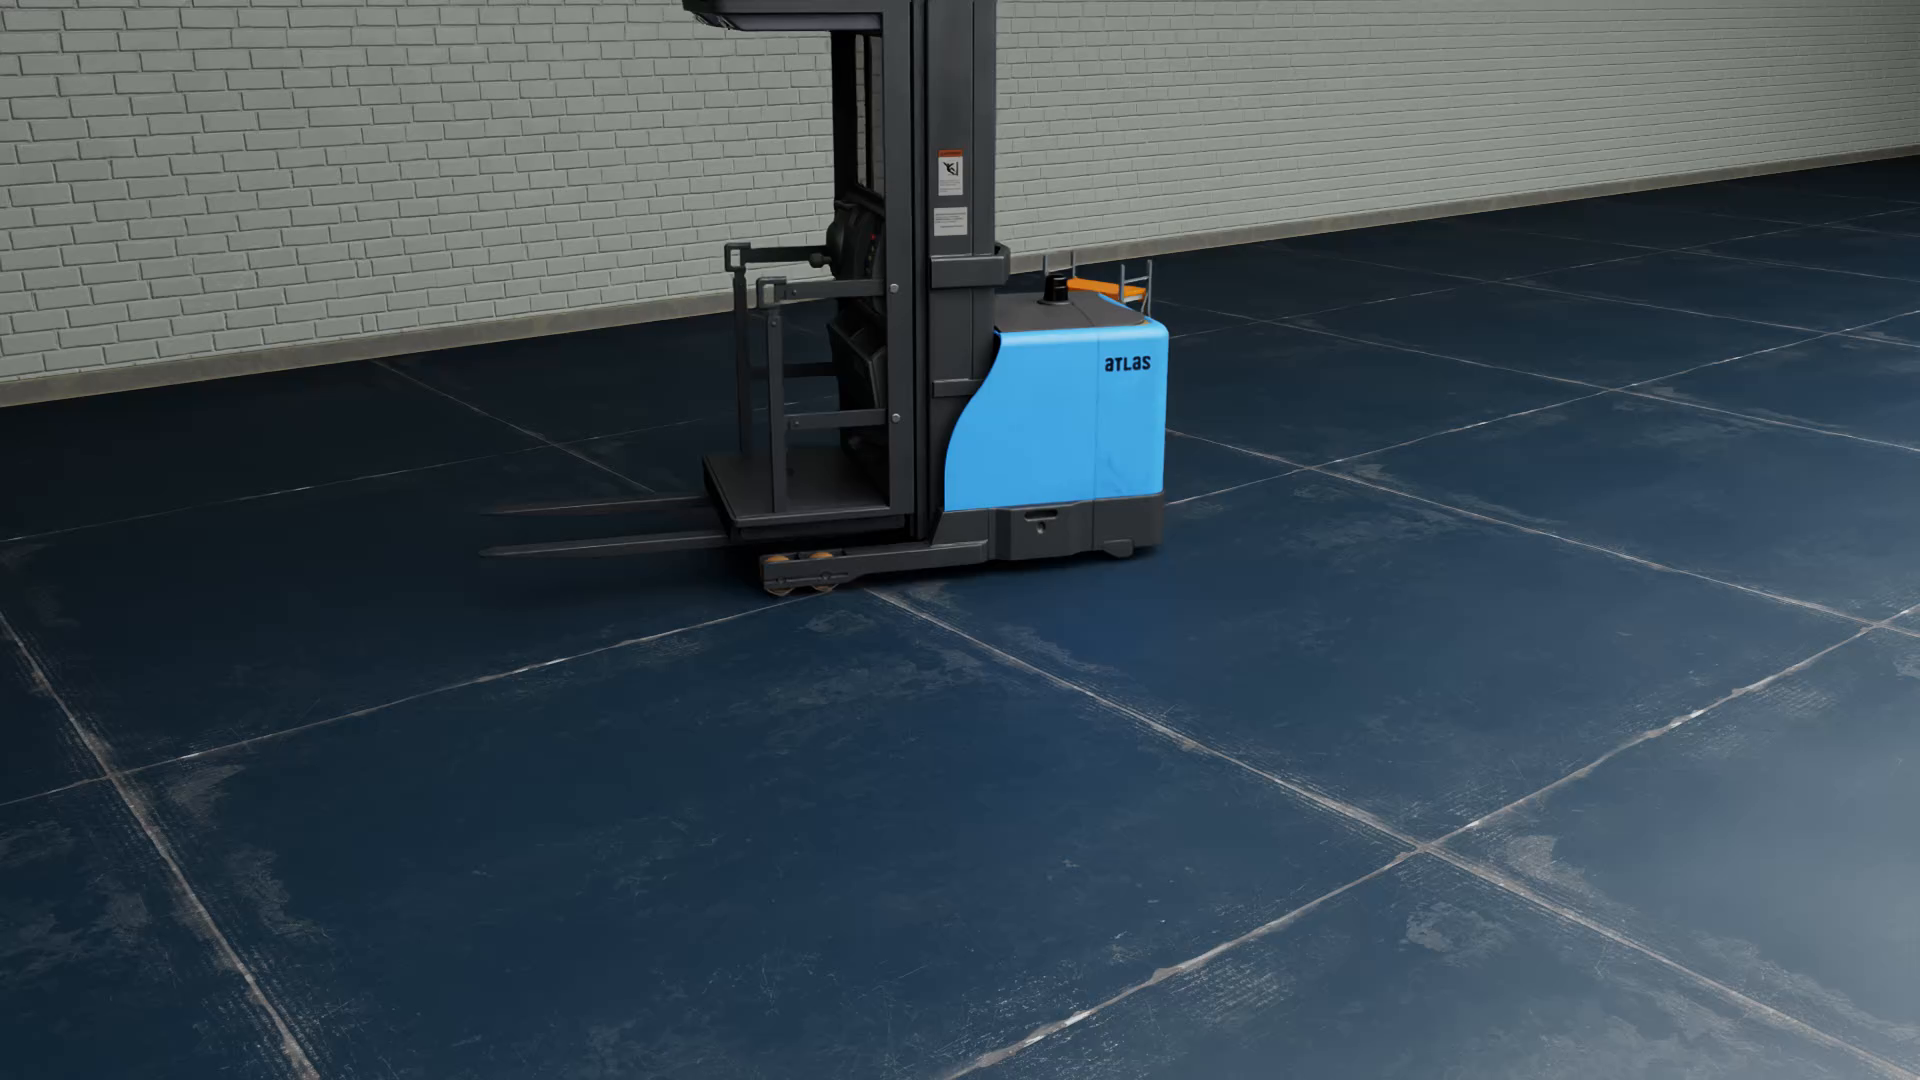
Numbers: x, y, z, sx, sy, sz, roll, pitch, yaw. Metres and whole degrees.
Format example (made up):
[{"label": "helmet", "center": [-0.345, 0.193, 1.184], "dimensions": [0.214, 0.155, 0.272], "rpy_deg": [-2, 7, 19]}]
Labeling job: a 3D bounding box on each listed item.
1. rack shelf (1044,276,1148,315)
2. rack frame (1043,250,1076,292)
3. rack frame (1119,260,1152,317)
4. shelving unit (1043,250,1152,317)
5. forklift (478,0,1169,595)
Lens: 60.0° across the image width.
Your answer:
[{"label": "rack shelf", "center": [0.684, -1.214, 8.370], "dimensions": [0.480, 0.148, 0.258], "rpy_deg": [16, 24, 41]}, {"label": "rack frame", "center": [0.506, -0.894, 8.651], "dimensions": [0.015, 1.200, 0.240], "rpy_deg": [16, 24, 41]}, {"label": "rack frame", "center": [0.861, -0.788, 8.334], "dimensions": [0.015, 1.200, 0.240], "rpy_deg": [16, 24, 41]}, {"label": "shelving unit", "center": [0.684, -0.841, 8.493], "dimensions": [0.503, 1.200, 0.258], "rpy_deg": [16, 24, 41]}, {"label": "forklift", "center": [-0.638, -1.338, 7.242], "dimensions": [3.031, 2.935, 1.130], "rpy_deg": [-5, 19, -14]}]
